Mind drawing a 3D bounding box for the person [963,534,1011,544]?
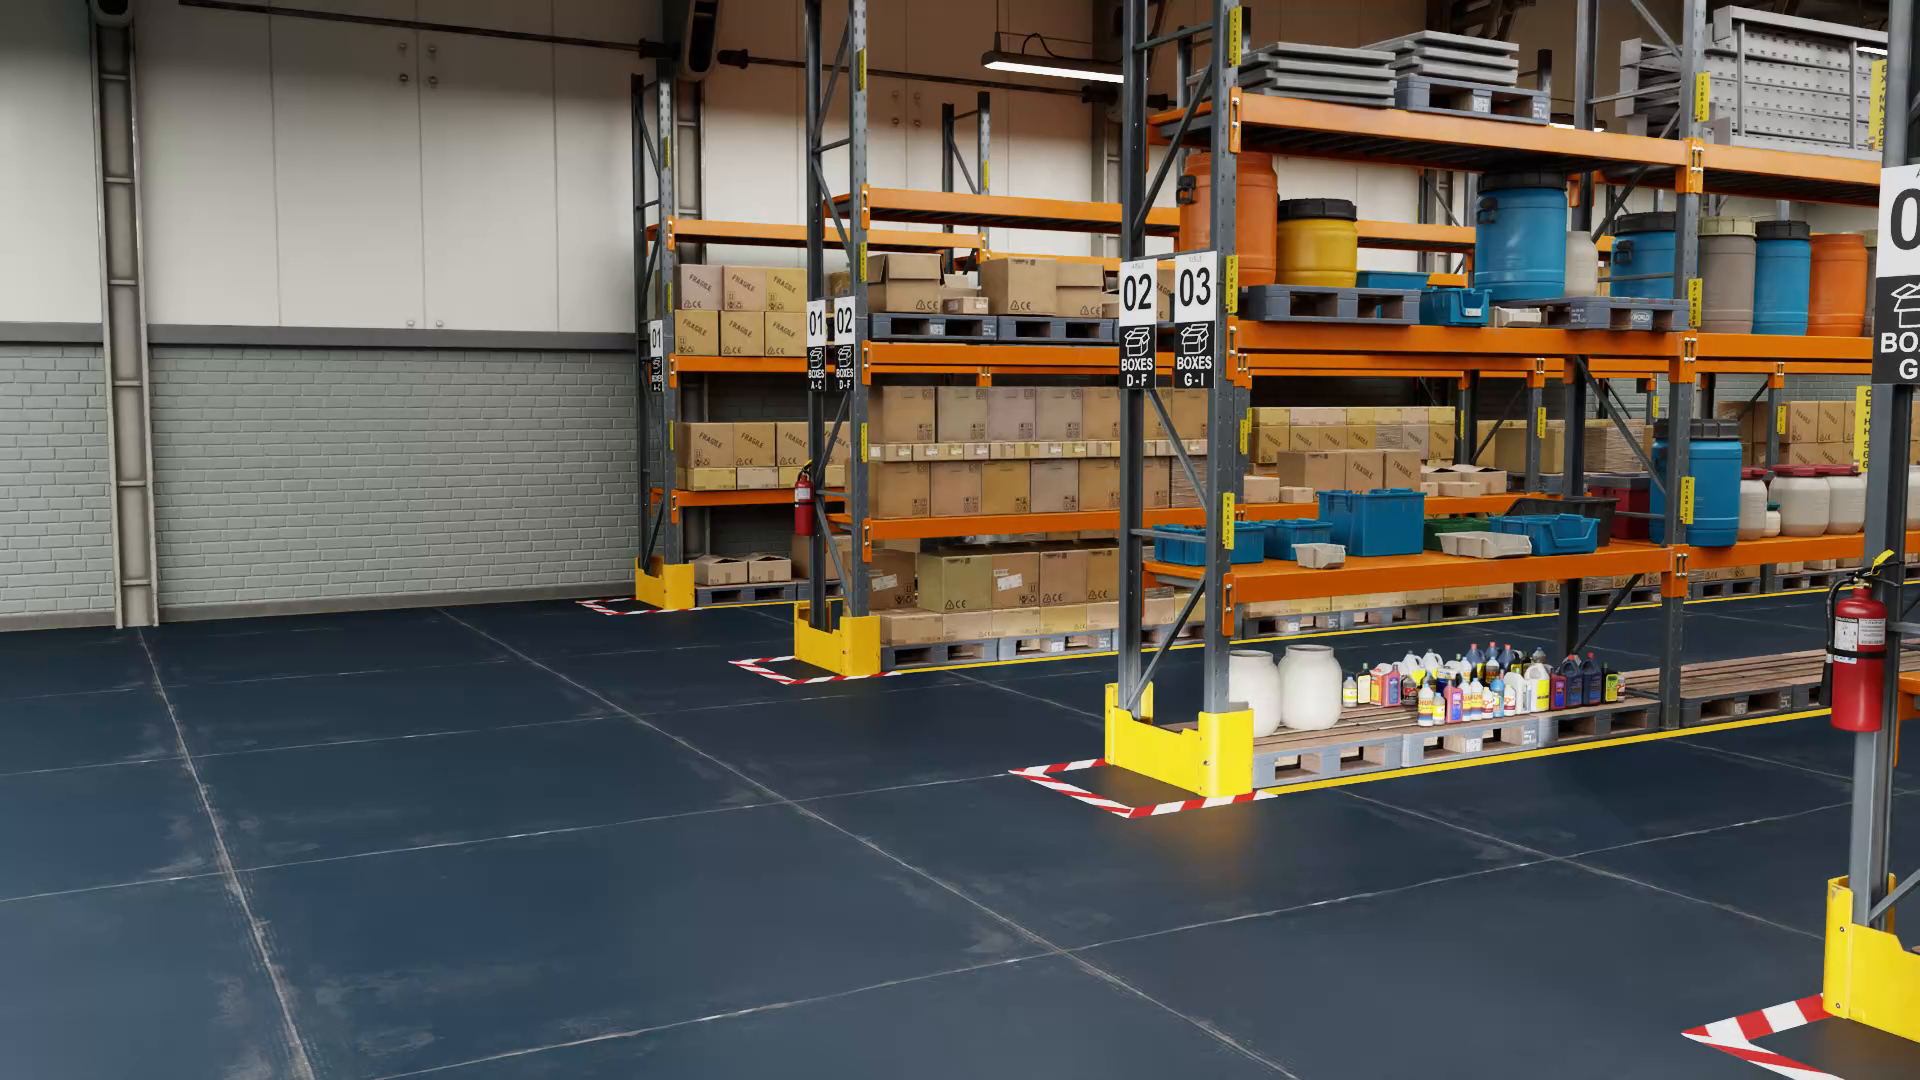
[{"bbox_3d":[0.330,-0.088,18.629,0.584,1.696,0.517,-3,6,-27],"label":"person"}]
